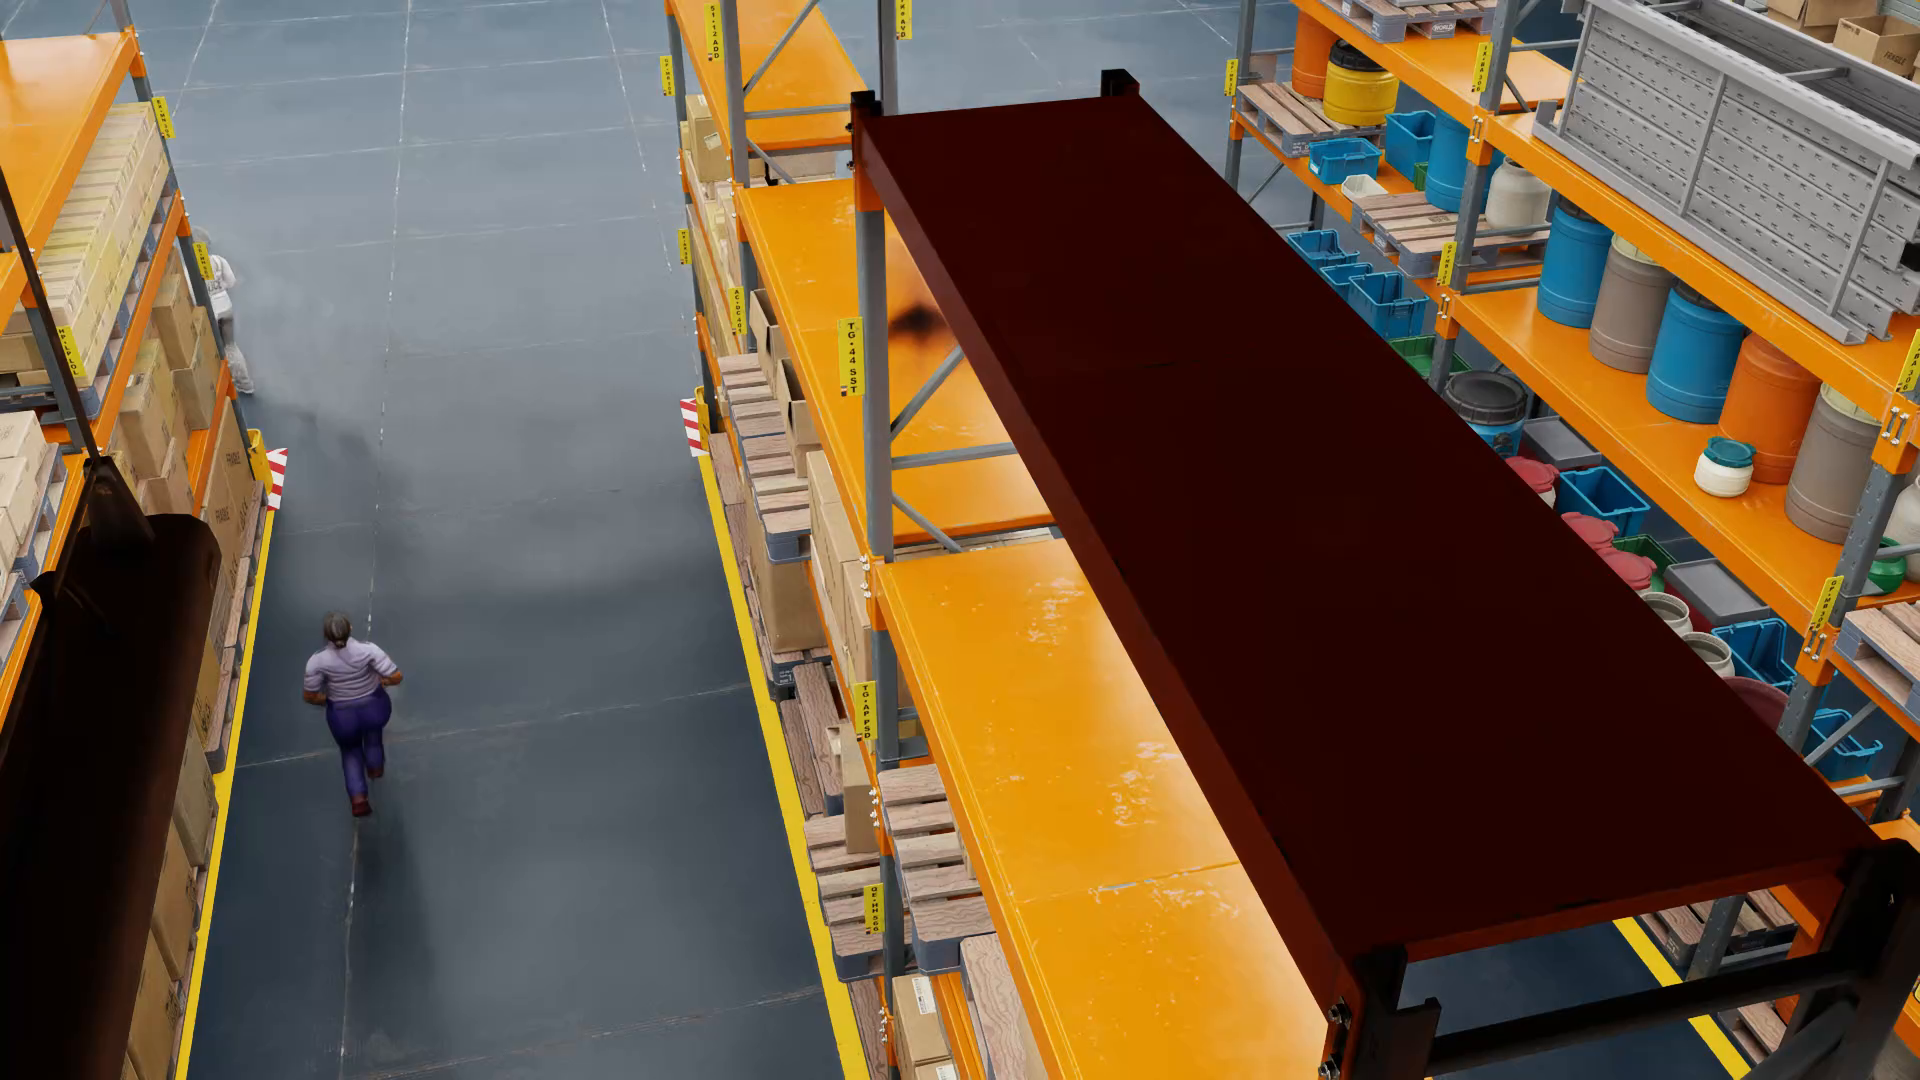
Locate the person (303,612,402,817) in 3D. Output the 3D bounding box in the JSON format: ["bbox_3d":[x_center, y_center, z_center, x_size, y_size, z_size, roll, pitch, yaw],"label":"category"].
[{"bbox_3d":[-3.949,1.088,10.932,0.614,1.526,0.725,-12,36,-16],"label":"person"}]

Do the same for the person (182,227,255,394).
[{"bbox_3d":[-7.149,-2.183,15.819,0.654,1.655,0.644,28,43,35],"label":"person"}]
